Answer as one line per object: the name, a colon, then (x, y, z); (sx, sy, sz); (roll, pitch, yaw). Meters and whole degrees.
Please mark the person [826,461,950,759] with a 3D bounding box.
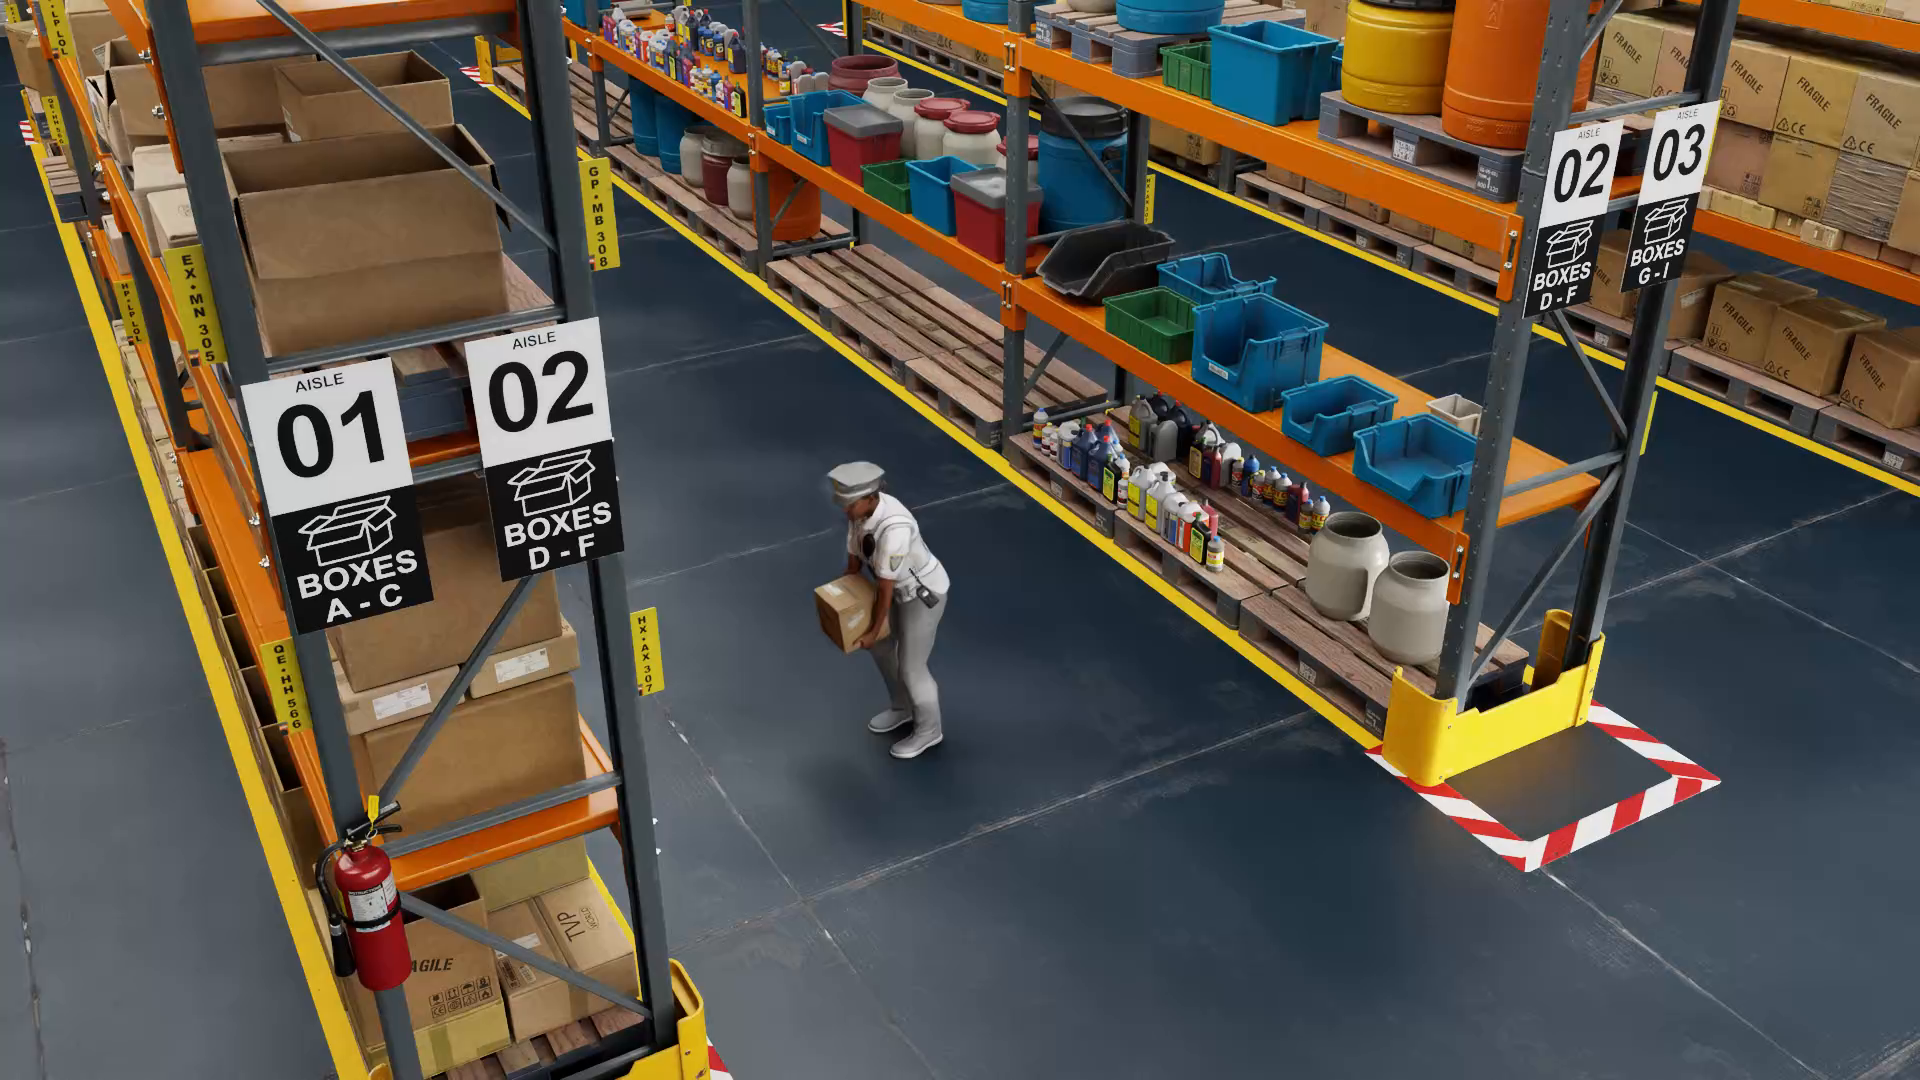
person: (-0.337, 0.321, 8.060); (0.573, 1.596, 0.411); (-17, 33, -27)
